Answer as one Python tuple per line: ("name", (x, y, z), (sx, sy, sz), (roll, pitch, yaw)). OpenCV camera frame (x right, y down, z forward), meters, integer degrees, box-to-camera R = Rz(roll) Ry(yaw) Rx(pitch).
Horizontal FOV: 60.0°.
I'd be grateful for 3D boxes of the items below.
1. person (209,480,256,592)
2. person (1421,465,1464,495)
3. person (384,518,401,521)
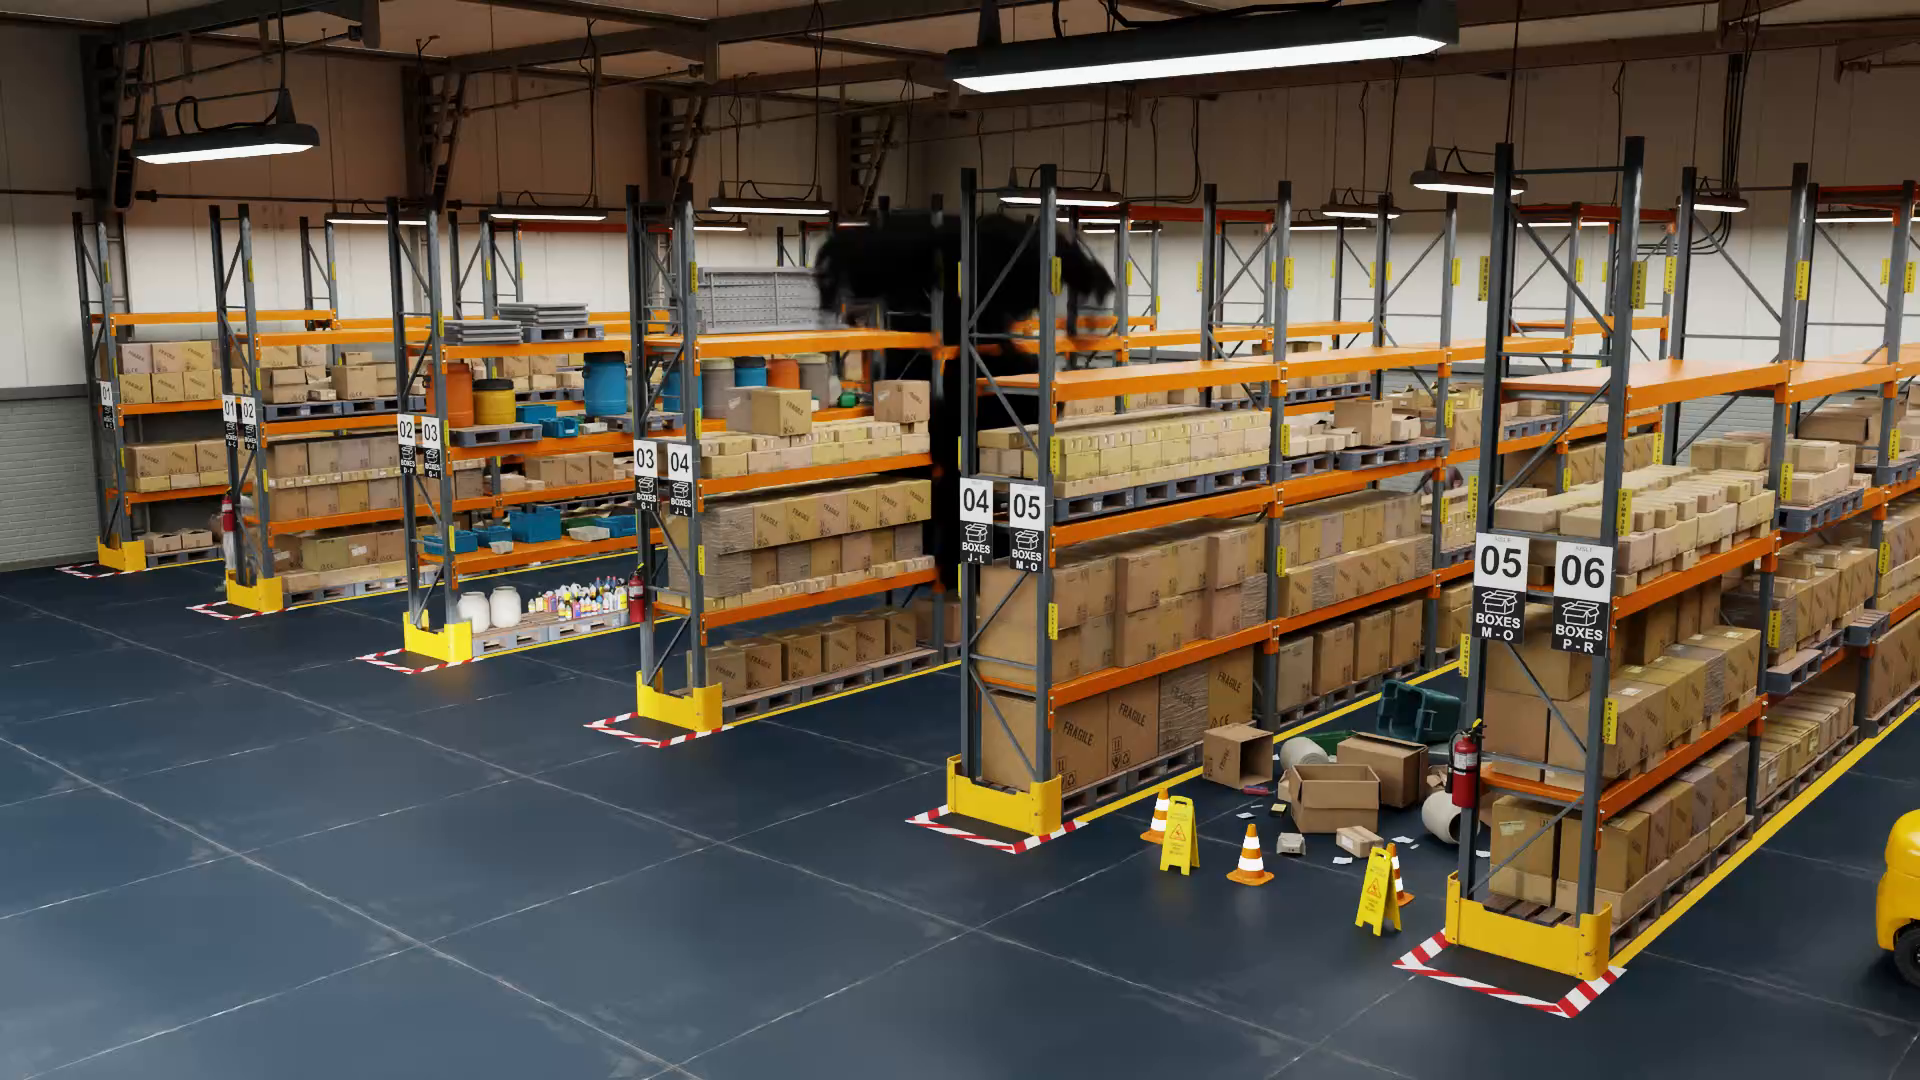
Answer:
("person", (-11.524, -0.106, 26.428), (0.659, 1.761, 0.955), (4, 10, 25))
("person", (8.832, -0.679, 30.294), (0.693, 1.794, 0.815), (-2, 10, -12))
("person", (-9.832, -0.474, 28.745), (0.636, 1.772, 0.626), (7, 12, 37))
